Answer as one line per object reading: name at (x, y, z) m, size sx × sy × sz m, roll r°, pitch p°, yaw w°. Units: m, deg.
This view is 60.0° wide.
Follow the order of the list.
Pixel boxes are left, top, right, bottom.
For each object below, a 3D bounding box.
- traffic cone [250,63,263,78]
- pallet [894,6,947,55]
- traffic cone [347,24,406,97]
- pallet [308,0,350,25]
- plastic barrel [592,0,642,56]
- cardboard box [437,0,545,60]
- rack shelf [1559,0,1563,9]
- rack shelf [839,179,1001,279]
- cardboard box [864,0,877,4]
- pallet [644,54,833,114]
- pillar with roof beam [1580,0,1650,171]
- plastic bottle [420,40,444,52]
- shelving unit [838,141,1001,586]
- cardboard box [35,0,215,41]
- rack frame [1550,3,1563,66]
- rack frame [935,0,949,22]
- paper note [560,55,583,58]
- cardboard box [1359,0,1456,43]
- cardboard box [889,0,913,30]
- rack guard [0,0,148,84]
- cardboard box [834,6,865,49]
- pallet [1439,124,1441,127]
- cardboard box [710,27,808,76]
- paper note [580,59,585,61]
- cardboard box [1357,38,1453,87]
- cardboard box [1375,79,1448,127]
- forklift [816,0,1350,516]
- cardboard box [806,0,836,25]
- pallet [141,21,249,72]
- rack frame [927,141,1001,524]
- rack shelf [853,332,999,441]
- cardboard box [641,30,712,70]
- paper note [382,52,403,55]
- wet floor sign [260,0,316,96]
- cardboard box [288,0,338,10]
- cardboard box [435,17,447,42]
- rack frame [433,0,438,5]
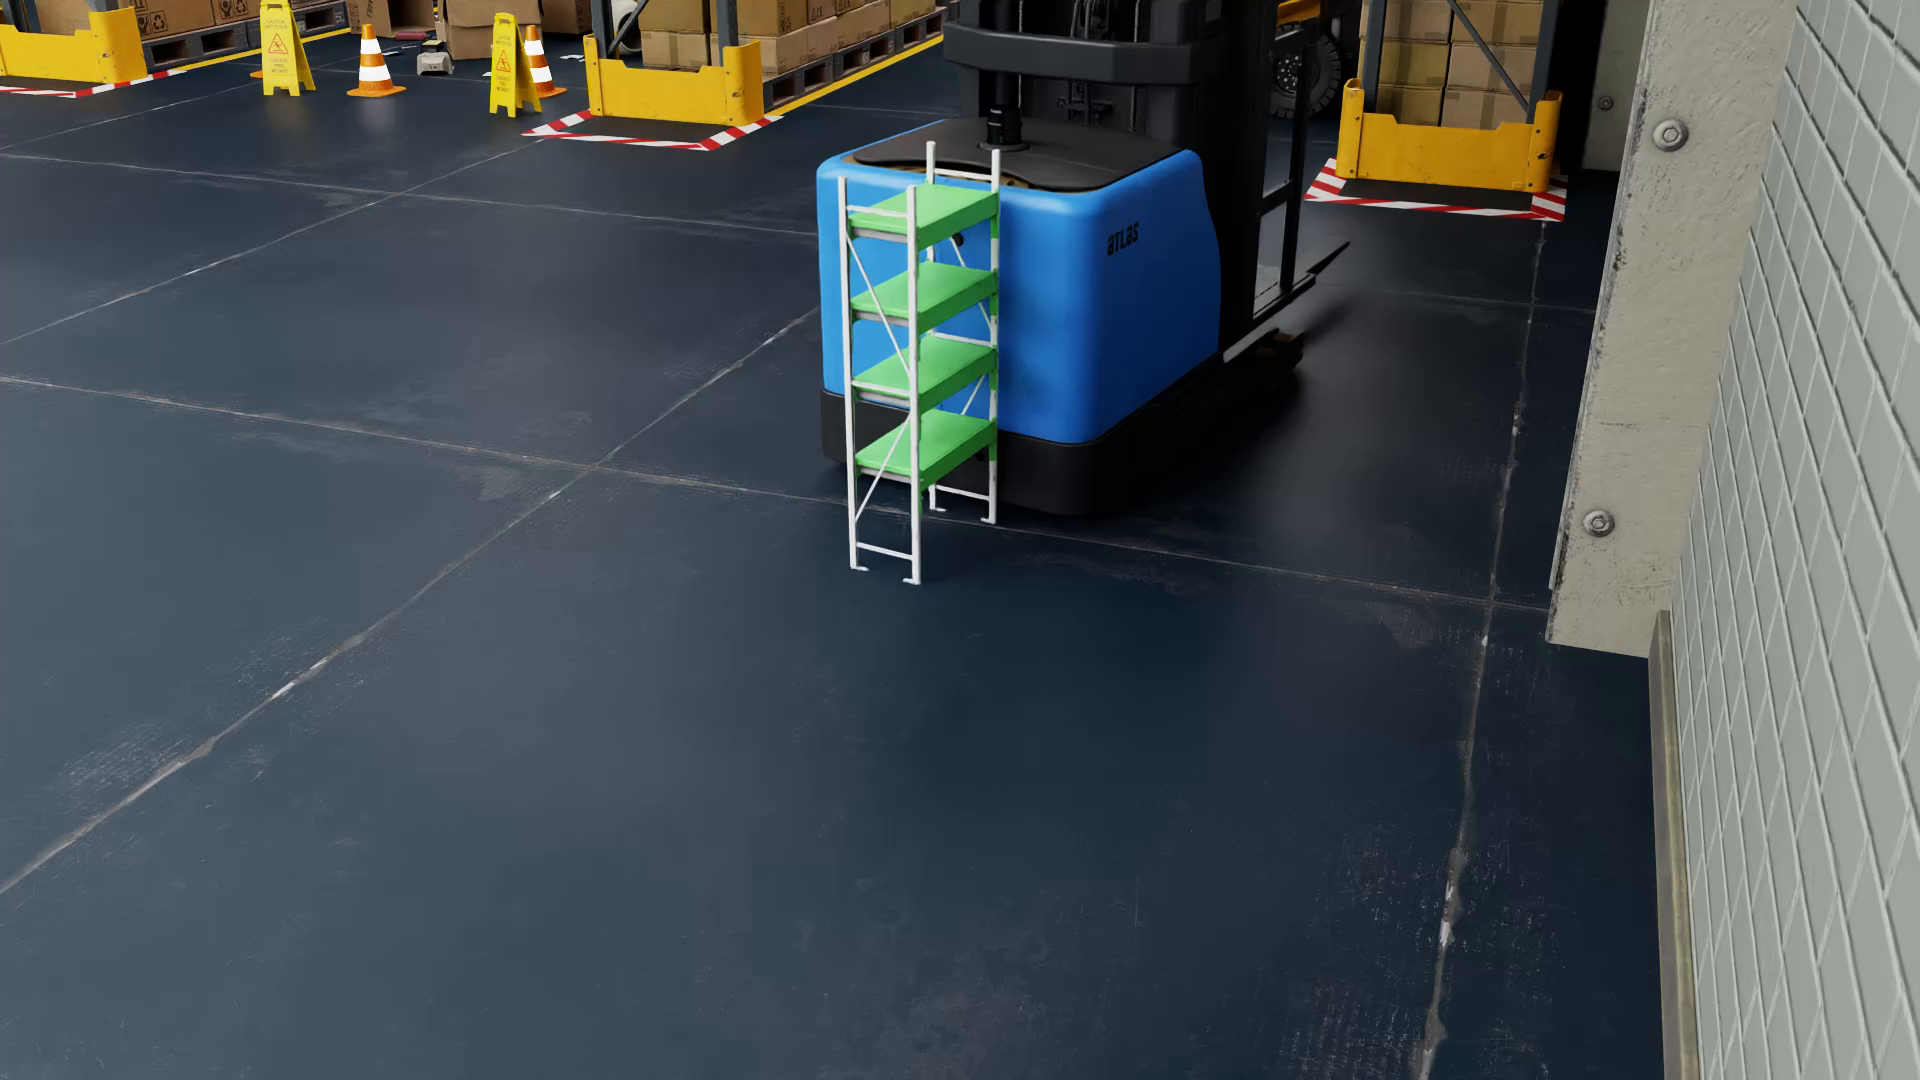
traffic cone at (-5.101, -3.699, 12.359) m, size 0.336 × 0.463 × 0.334 m, roll 9°, pitch 27°, yaw 17°
pallet at (-0.775, -4.260, 13.806) m, size 1.003 × 0.211 × 1.213 m, roll 9°, pitch 27°, yaw 17°
traffic cone at (-4.149, -3.396, 11.732) m, size 0.336 × 0.463 × 0.334 m, roll 9°, pitch 27°, yaw 17°
pallet at (-5.613, -4.916, 15.162) m, size 1.003 × 0.211 × 1.213 m, roll 9°, pitch 27°, yaw 17°
plastic barrel at (-2.656, -4.061, 13.152) m, size 0.421 × 0.421 × 0.512 m, roll -14°, pitch 29°, yaw -27°
cardboard box at (-3.718, -4.118, 13.177) m, size 0.797 × 0.503 × 0.637 m, roll -9°, pitch 27°, yaw -18°
rack shelf at (3.432, -3.932, 10.755) m, size 1.077 × 0.370 × 4.000 m, roll 9°, pitch 27°, yaw 17°
rack shelf at (-0.108, -0.900, 4.776) m, size 0.258 × 0.148 × 0.480 m, roll 13°, pitch 29°, yaw 26°
cardboard box at (-0.865, -4.384, 12.675) m, size 0.500 × 0.500 × 0.500 m, roll 10°, pitch 28°, yaw 20°
pallet at (-1.587, -3.257, 11.735) m, size 1.003 × 0.211 × 1.213 m, roll 9°, pitch 27°, yaw 17°
pillar with roof beam at (-0.212, -6.914, 9.204) m, size 9.100 × 9.000 × 0.400 m, roll 9°, pitch 27°, yaw 17°
plastic bottle at (-4.251, -3.990, 13.421) m, size 0.133 × 0.061 × 0.283 m, roll 0°, pitch 26°, yaw -1°
shelving unit at (-0.108, -0.525, 4.958) m, size 0.258 × 1.200 × 0.503 m, roll 13°, pitch 29°, yaw 26°
cardboard box at (-6.454, -4.350, 12.748) m, size 0.875 × 0.875 × 0.875 m, roll 9°, pitch 27°, yaw 18°
rack frame at (4.098, -5.078, 12.296) m, size 1.000 × 3.000 × 0.127 m, roll 9°, pitch 27°, yaw 17°
rack frame at (-0.585, -5.796, 13.779) m, size 1.000 × 3.000 × 0.127 m, roll 9°, pitch 27°, yaw 17°
paper note at (-3.054, -3.815, 13.108) m, size 0.148 × 0.019 × 0.142 m, roll 20°, pitch 32°, yaw 35°
cardboard box at (2.626, -3.070, 9.675) m, size 0.500 × 0.250 × 0.500 m, roll 10°, pitch 27°, yaw 19°
cardboard box at (-0.696, -4.245, 13.250) m, size 0.500 × 0.250 × 0.500 m, roll 8°, pitch 27°, yaw 16°
rack guard at (-6.625, -3.694, 12.305) m, size 1.175 × 0.500 × 0.348 m, roll 9°, pitch 27°, yaw 17°
cardboard box at (-1.040, -3.830, 12.392) m, size 0.500 × 0.250 × 0.500 m, roll 11°, pitch 28°, yaw 21°
pallet at (2.981, -2.499, 10.170) m, size 1.003 × 0.211 × 1.213 m, roll 9°, pitch 27°, yaw 17°
cardboard box at (-1.386, -3.395, 11.494) m, size 0.500 × 0.250 × 0.500 m, roll 9°, pitch 27°, yaw 17°
paper note at (-2.934, -3.749, 12.982) m, size 0.032 × 0.001 × 0.123 m, roll 9°, pitch 27°, yaw 17°
cardboard box at (2.634, -2.856, 9.806) m, size 0.500 × 0.250 × 0.500 m, roll 8°, pitch 27°, yaw 17°
cardboard box at (2.625, -2.624, 9.902) m, size 0.500 × 0.250 × 0.500 m, roll 9°, pitch 27°, yaw 18°
forklift at (0.711, -1.997, 6.011) m, size 1.130 × 2.935 × 3.031 m, roll 15°, pitch 29°, yaw 27°
cardboard box at (-1.209, -3.958, 11.796) m, size 0.500 × 0.500 × 0.500 m, roll 8°, pitch 27°, yaw 16°
pallet at (-6.425, -3.914, 13.091) m, size 1.003 × 0.211 × 1.213 m, roll 9°, pitch 27°, yaw 17°
rack frame at (0.010, -0.618, 5.150) m, size 0.240 × 1.200 × 0.015 m, roll 13°, pitch 29°, yaw 26°
rack shelf at (-0.108, -0.468, 4.986) m, size 0.258 × 0.148 × 0.480 m, roll 13°, pitch 29°, yaw 26°
cardboard box at (-1.892, -3.485, 11.679) m, size 0.500 × 0.250 × 0.500 m, roll 9°, pitch 27°, yaw 17°
paper note at (-4.508, -3.873, 13.215) m, size 0.144 × 0.017 × 0.142 m, roll 20°, pitch 32°, yaw 35°
wet floor sign at (-4.760, -3.470, 11.676) m, size 0.267 × 0.644 × 0.232 m, roll 4°, pitch 26°, yaw 8°
cardboard box at (-5.858, -5.086, 14.268) m, size 0.875 × 0.875 × 0.875 m, roll 9°, pitch 27°, yaw 18°
cardboard box at (-4.121, -4.268, 13.761) m, size 0.396 × 0.266 × 0.258 m, roll 14°, pitch 29°, yaw 26°
rack frame at (-5.286, -6.473, 15.176) m, size 1.000 × 3.000 × 0.127 m, roll 9°, pitch 27°, yaw 17°
